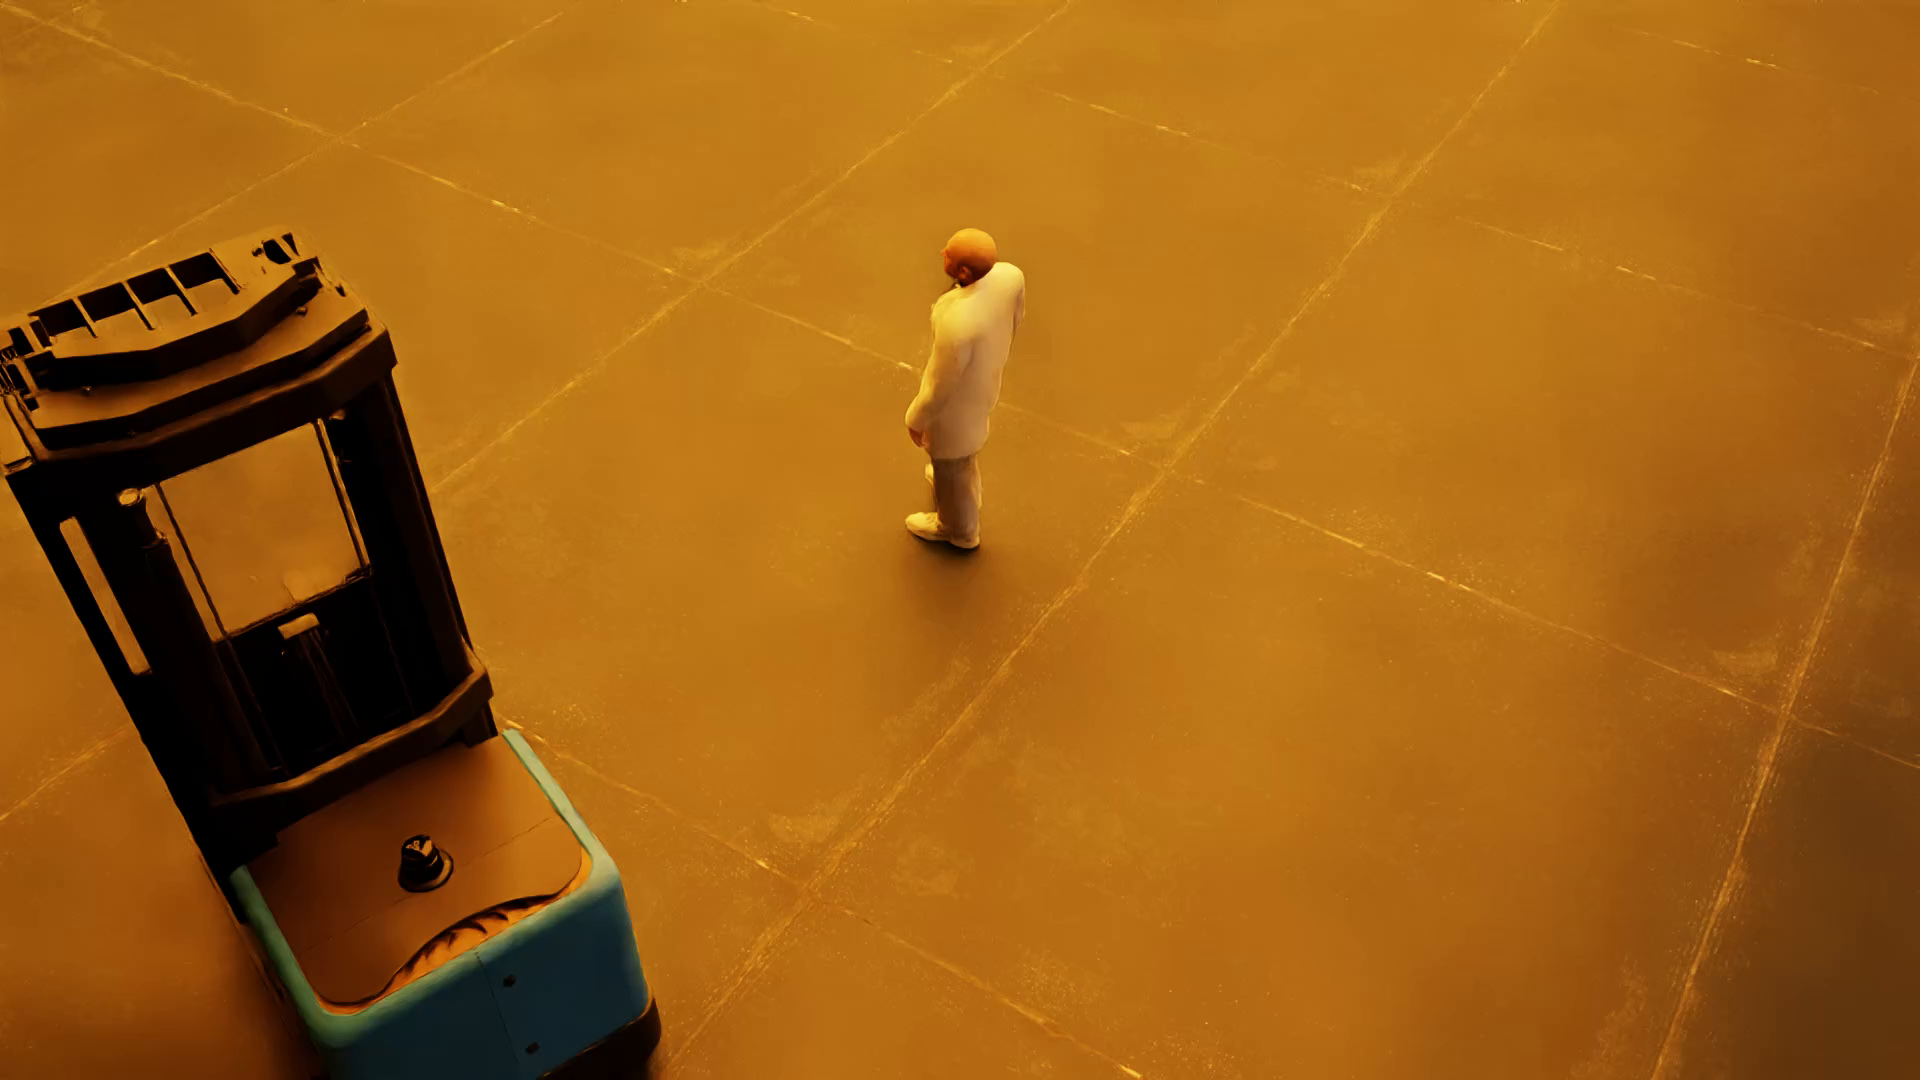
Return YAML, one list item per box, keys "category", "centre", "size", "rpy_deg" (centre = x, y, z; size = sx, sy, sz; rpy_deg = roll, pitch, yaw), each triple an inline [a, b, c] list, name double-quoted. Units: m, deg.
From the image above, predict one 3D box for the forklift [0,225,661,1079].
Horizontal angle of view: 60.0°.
- category: "forklift"
  centre: [-2.370, 0.174, 5.665]
  size: [1.130, 2.935, 3.031]
  rpy_deg: [-28, 50, -26]

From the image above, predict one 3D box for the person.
- category: "person"
  centre: [-0.072, -0.687, 7.399]
  size: [0.586, 1.775, 0.694]
  rpy_deg: [24, 48, 23]
